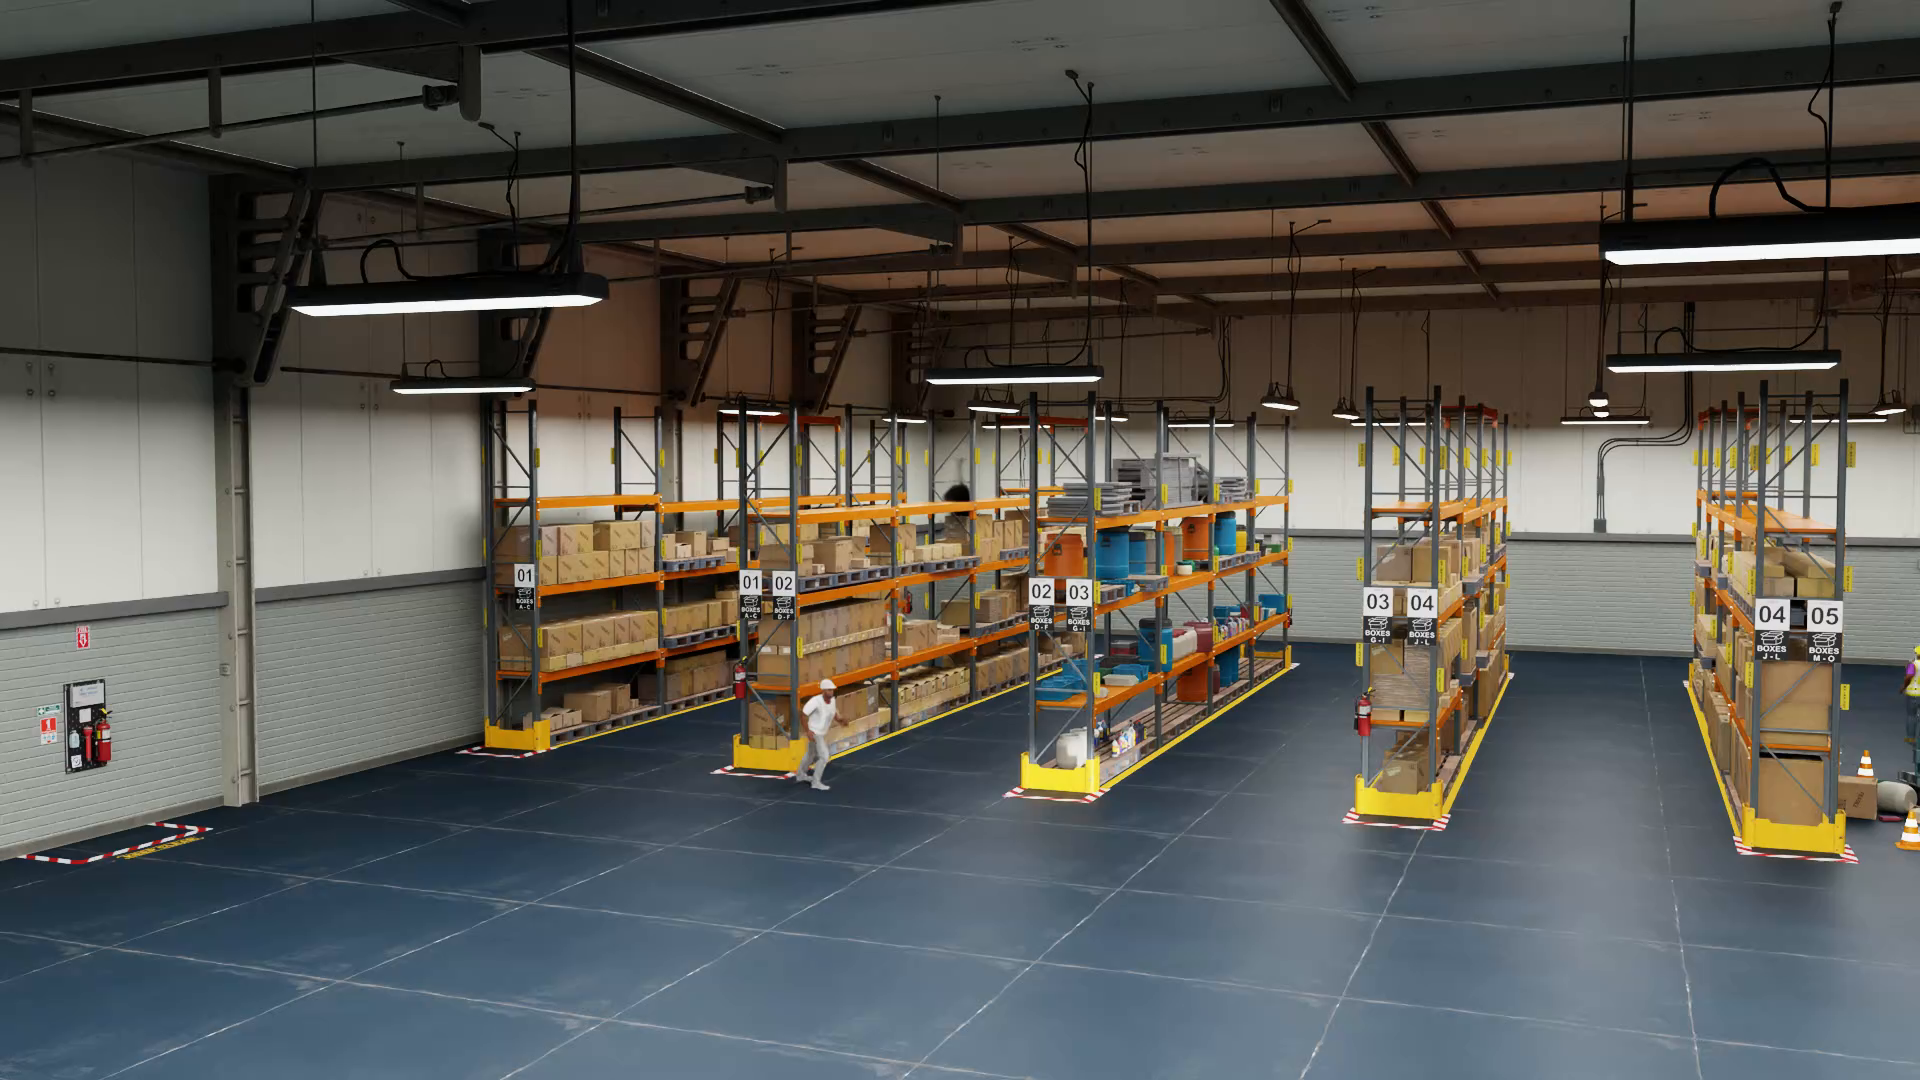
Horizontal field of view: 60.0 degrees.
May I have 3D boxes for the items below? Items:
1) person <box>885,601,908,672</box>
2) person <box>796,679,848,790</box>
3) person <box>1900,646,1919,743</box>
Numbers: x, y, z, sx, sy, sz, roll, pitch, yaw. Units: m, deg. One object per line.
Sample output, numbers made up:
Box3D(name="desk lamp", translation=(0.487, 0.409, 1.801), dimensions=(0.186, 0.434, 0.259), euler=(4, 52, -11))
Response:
Box3D(name="person", translation=(-1.514, 2.257, 37.578), dimensions=(0.644, 1.766, 0.776), euler=(1, 3, 21))
Box3D(name="person", translation=(-2.136, 2.927, 25.214), dimensions=(0.897, 1.688, 0.731), euler=(1, 3, 18))
Box3D(name="person", translation=(16.715, 2.694, 28.928), dimensions=(0.698, 1.748, 0.889), euler=(0, 3, 8))
